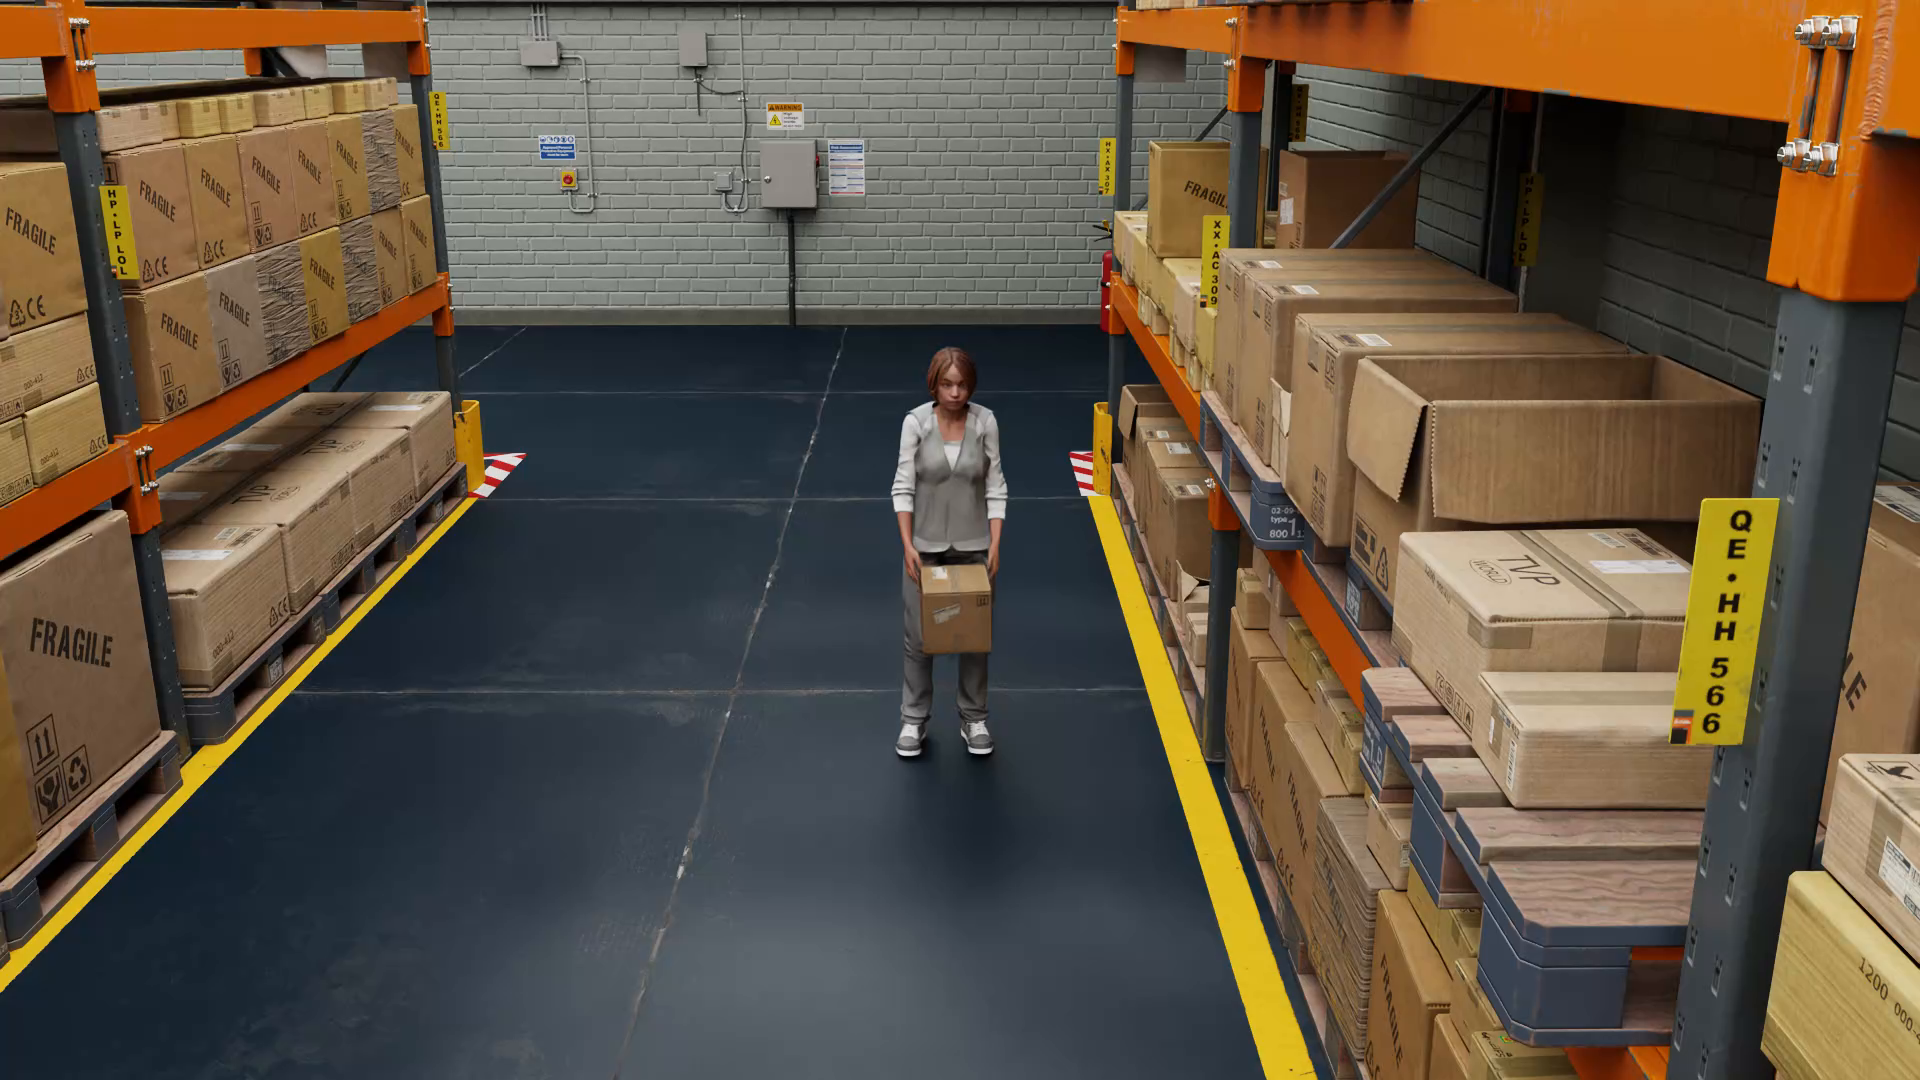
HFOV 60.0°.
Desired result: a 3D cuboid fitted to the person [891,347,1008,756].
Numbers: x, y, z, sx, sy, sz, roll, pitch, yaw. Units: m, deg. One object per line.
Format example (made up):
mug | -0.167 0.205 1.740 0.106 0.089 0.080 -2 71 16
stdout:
person | -0.038 0.067 6.405 0.446 1.562 0.359 -1 17 -5
